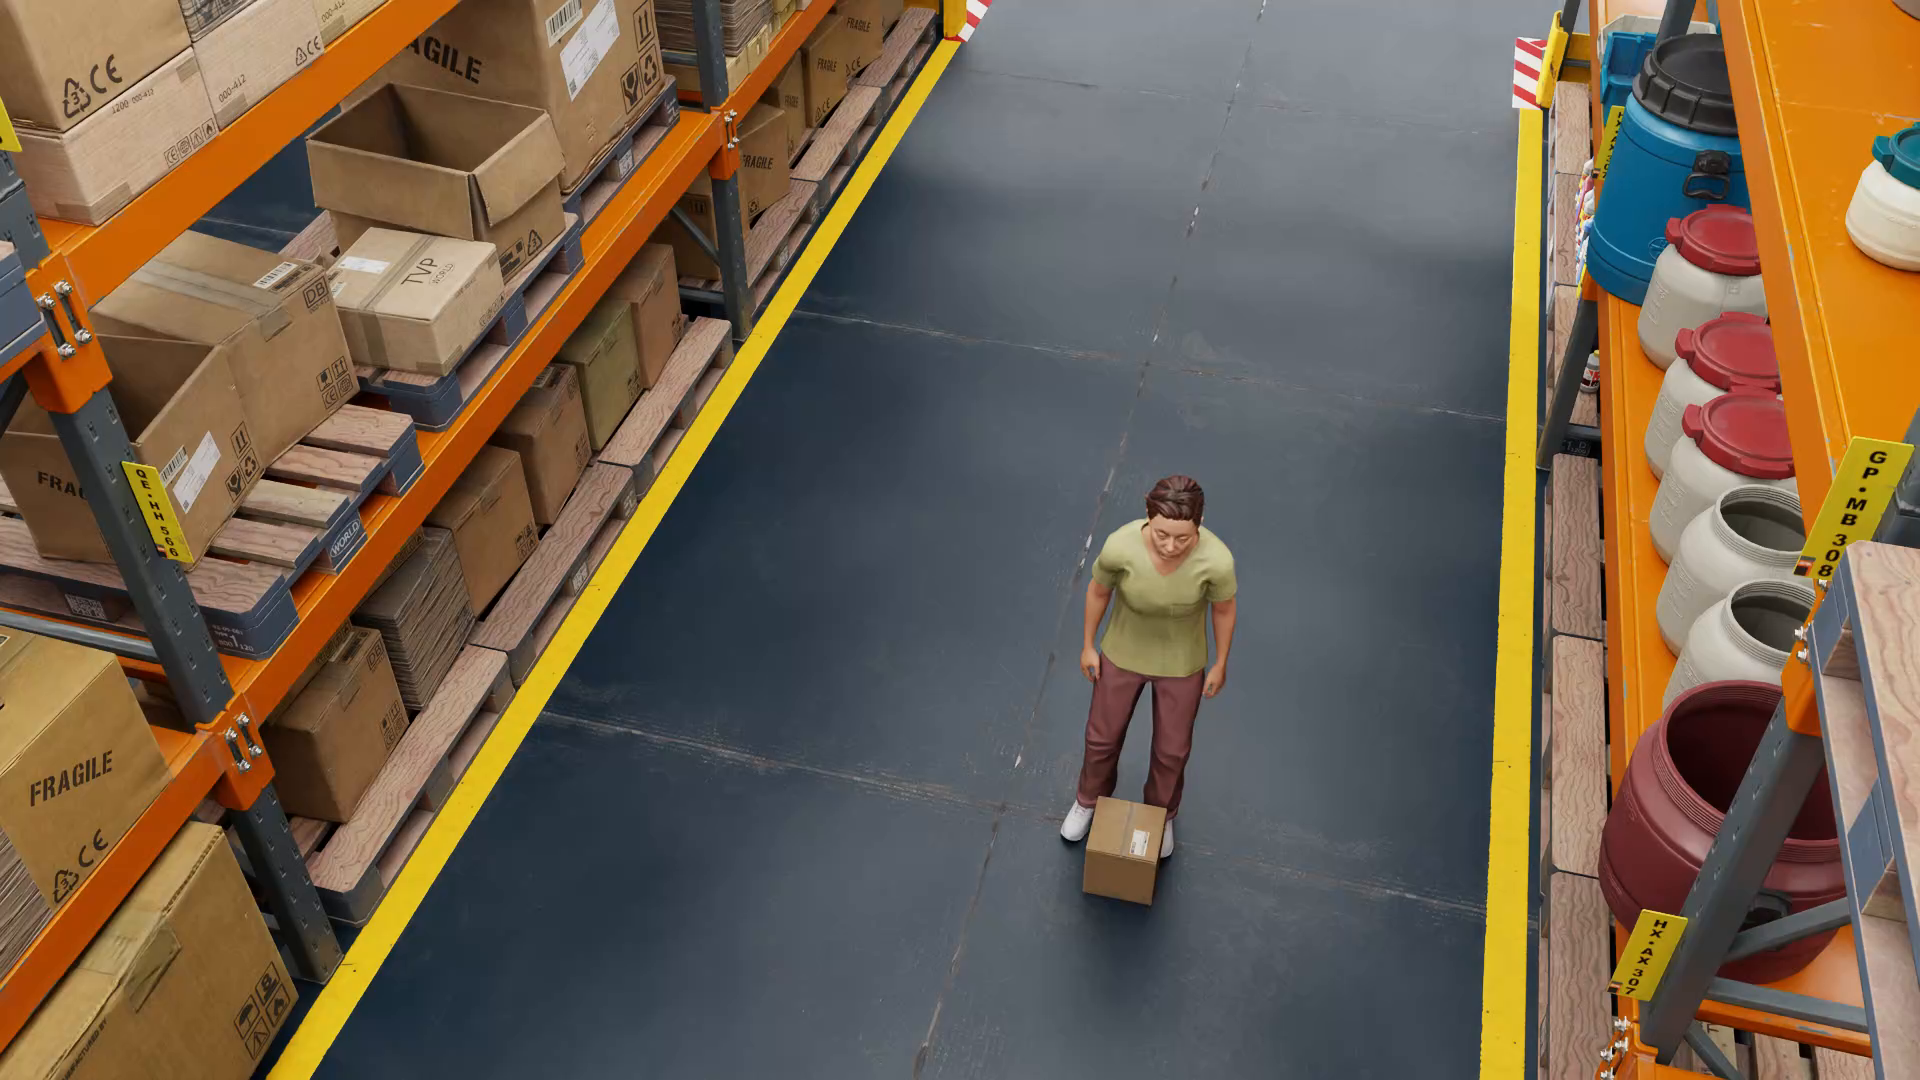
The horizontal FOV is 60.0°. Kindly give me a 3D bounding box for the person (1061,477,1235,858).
[{"bbox_3d":[0.650,0.420,5.679,0.503,1.672,0.351,10,42,11],"label":"person"}]
